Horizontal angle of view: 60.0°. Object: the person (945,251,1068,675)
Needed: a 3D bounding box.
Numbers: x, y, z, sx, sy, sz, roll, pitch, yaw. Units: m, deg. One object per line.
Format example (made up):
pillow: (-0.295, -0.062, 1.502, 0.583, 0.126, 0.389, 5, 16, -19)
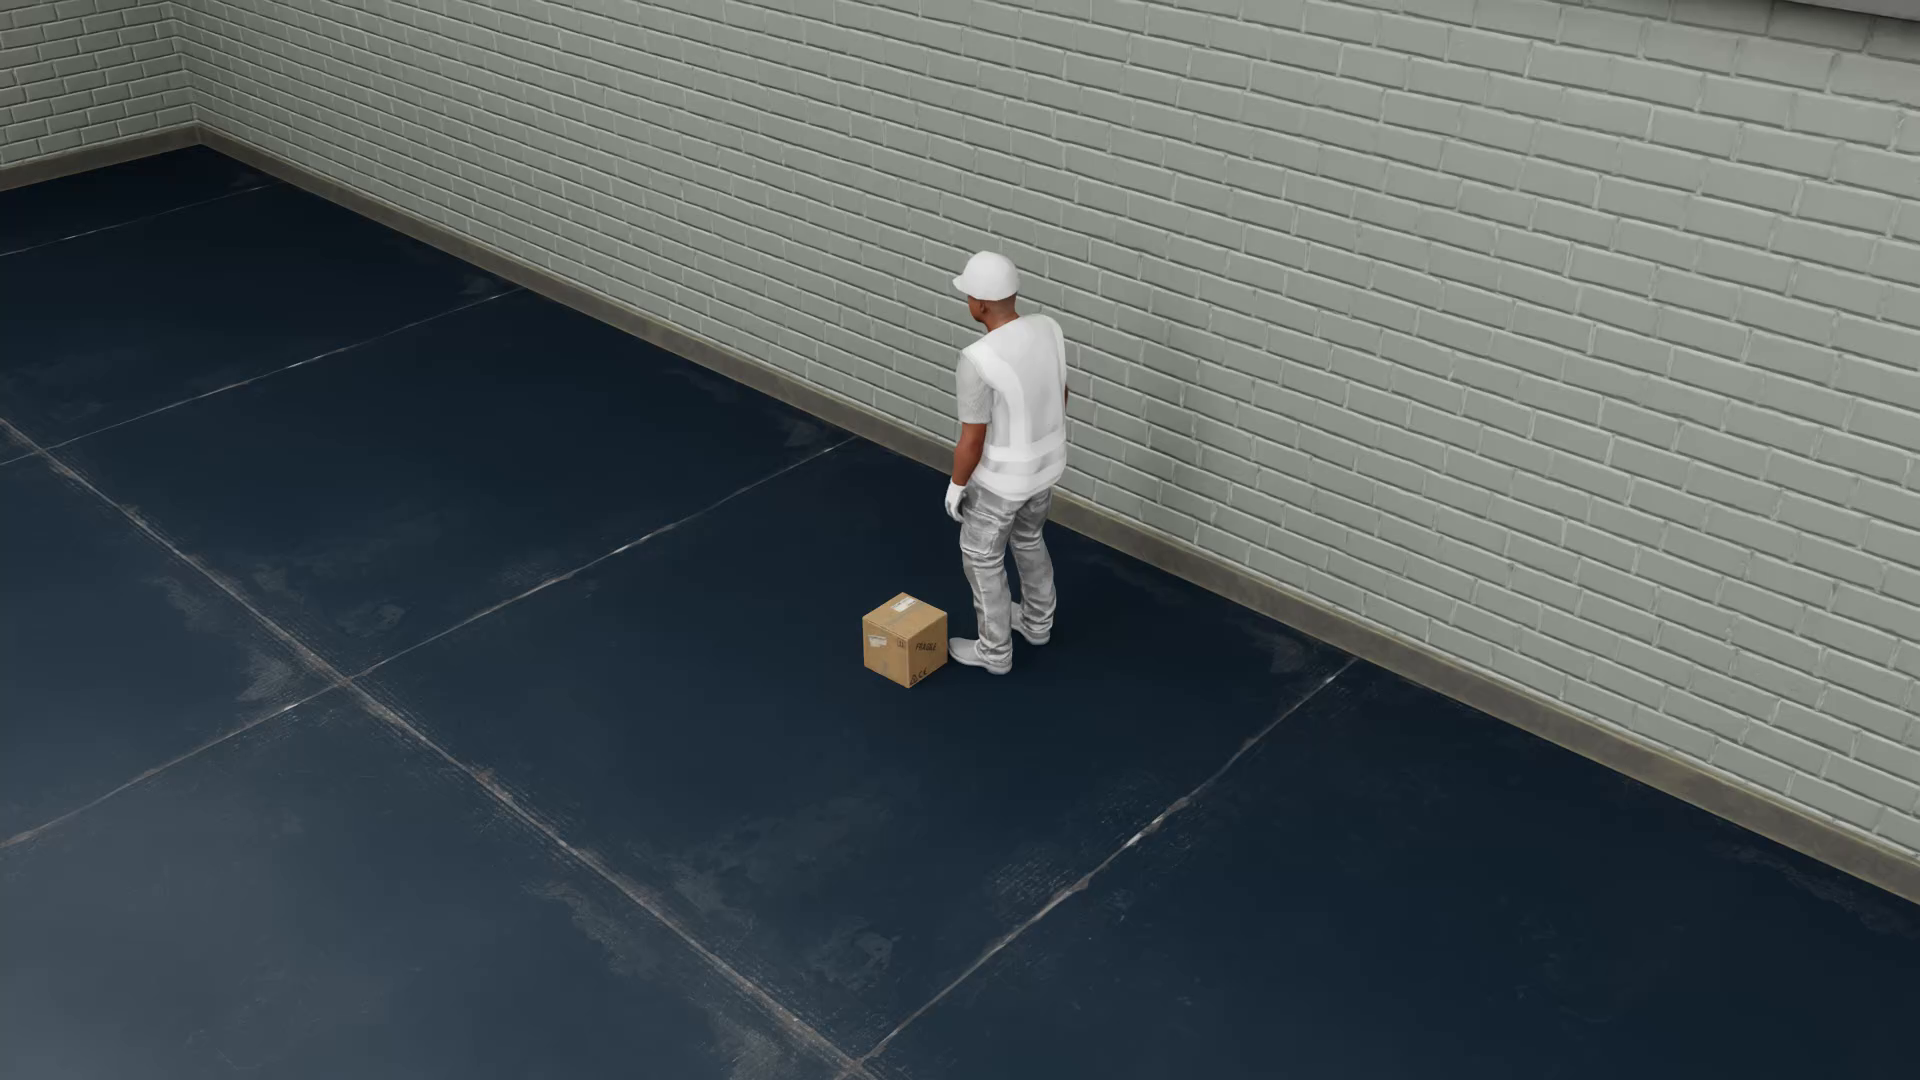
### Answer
person: (0.179, -0.292, 6.609, 0.450, 1.774, 0.617, 25, 39, 35)
